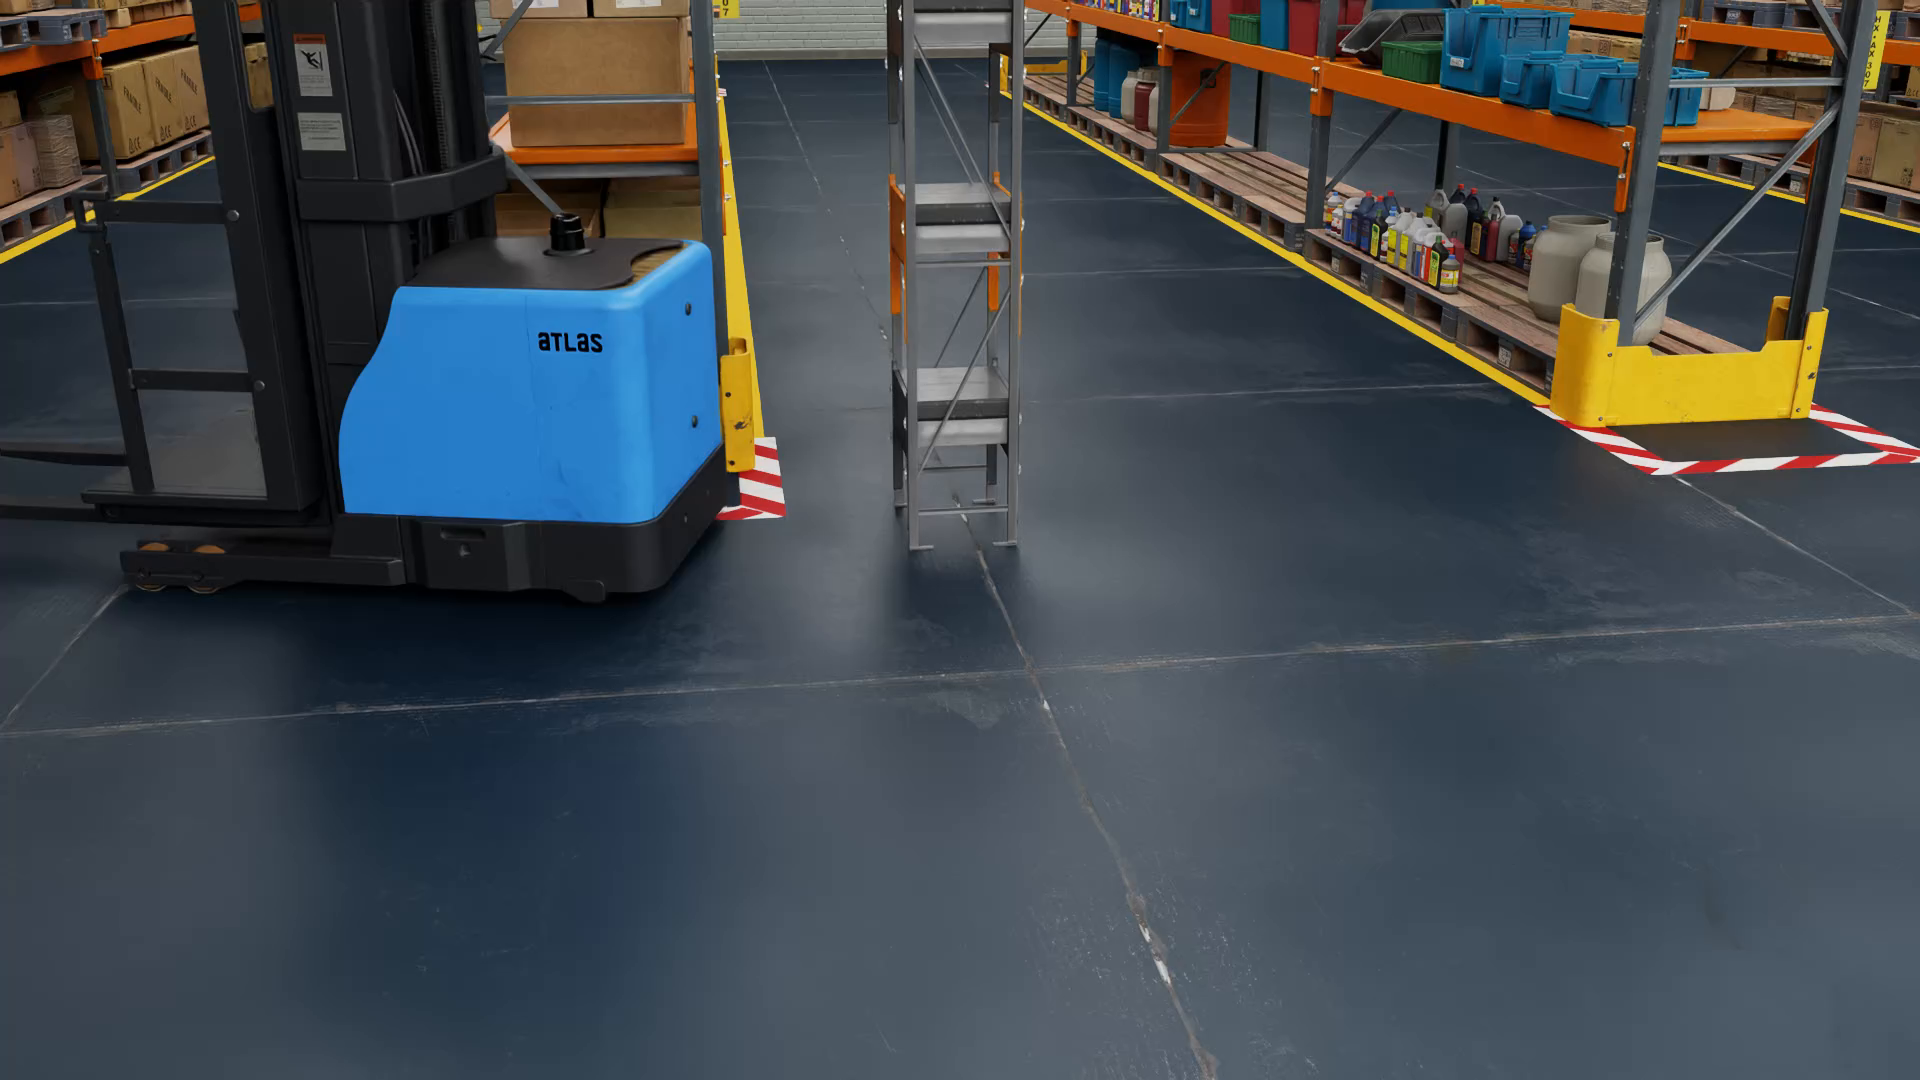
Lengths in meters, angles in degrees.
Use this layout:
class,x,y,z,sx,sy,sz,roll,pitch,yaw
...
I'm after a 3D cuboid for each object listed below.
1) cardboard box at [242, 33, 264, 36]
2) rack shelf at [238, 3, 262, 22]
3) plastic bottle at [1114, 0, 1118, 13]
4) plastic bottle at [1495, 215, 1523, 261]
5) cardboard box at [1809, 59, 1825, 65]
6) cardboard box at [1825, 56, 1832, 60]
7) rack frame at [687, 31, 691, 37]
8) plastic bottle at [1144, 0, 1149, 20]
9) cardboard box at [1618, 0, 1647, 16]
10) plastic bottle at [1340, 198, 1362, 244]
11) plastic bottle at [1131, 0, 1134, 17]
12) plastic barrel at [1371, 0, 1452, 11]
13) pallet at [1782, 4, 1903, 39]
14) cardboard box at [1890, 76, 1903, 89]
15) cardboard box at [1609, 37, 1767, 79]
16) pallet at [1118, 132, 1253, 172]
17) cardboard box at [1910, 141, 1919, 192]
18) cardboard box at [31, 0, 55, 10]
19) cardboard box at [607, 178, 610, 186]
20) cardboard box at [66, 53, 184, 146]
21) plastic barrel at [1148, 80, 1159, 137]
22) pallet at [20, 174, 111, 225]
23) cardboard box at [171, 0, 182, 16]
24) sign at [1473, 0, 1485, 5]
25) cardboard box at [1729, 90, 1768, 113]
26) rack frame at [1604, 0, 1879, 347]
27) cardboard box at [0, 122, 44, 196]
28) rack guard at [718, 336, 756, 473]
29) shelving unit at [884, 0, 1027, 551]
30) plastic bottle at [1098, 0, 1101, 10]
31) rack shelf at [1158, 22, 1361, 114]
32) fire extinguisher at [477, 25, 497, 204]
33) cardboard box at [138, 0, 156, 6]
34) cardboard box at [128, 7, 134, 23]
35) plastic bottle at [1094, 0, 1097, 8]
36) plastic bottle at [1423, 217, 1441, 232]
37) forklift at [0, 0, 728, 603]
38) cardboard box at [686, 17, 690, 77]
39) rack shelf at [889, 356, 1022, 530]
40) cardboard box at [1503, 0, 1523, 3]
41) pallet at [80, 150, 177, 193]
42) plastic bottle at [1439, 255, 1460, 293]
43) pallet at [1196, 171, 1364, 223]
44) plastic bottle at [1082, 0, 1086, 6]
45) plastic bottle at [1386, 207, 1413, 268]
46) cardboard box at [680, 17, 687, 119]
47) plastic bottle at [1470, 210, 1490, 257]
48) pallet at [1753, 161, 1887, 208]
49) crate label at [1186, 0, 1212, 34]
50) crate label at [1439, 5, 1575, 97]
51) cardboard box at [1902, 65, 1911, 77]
class,x,y,z,sx,sy,sz,roll,pitch,yaw
cardboard box,-8.690,-6.146,20.431,0.380,0.149,0.250,-3,21,-7
rack shelf,-8.386,-5.991,18.999,1.077,0.370,4.000,-3,21,-8
plastic bottle,1.610,-5.409,16.482,0.144,0.351,0.185,-3,21,-8
plastic bottle,3.331,-1.853,10.154,0.152,0.276,0.135,-3,21,-7
cardboard box,11.068,-6.058,21.199,0.380,0.149,0.250,-2,21,-6
cardboard box,11.142,-6.117,20.930,0.380,0.149,0.250,-2,21,-6
rack frame,-2.043,-3.117,10.275,1.000,3.000,0.127,-3,21,-8
plastic bottle,1.756,-4.931,15.414,0.097,0.201,0.097,0,20,0
cardboard box,6.802,-5.379,16.187,0.500,0.500,0.500,-3,21,-8
plastic bottle,2.545,-2.053,10.690,0.152,0.276,0.135,-2,21,-6
plastic bottle,1.686,-5.099,15.866,0.097,0.201,0.097,0,20,0
plastic barrel,3.104,-3.750,11.252,0.600,0.901,0.708,-3,21,-8
pallet,7.510,-4.227,13.522,1.003,0.211,1.213,-3,21,-8
cardboard box,11.757,-5.696,20.655,0.380,0.149,0.250,-2,21,-6
cardboard box,7.105,-4.442,16.258,1.225,0.875,0.875,-4,21,-10
pallet,2.128,-3.715,15.862,1.003,0.211,1.213,-3,21,-8
cardboard box,7.693,-2.864,12.542,0.700,0.500,0.500,-5,21,-12
cardboard box,-7.443,-4.342,12.782,0.700,0.500,0.500,-5,21,-14
cardboard box,-2.067,-1.682,8.689,0.500,0.500,0.500,-3,21,-8
cardboard box,-7.617,-4.006,15.126,0.750,0.750,0.750,-3,21,-8
plastic barrel,2.026,-4.142,15.973,0.421,0.512,0.421,0,20,0
pallet,-7.410,-2.674,13.074,1.003,0.211,1.213,-3,21,-8
cardboard box,-7.650,-5.070,15.835,0.380,0.149,0.250,-3,21,-8
sign,3.405,-3.519,10.956,0.100,0.325,0.005,-3,21,-8
cardboard box,7.300,-3.805,15.060,0.700,0.500,0.500,-4,21,-11
rack frame,3.436,-1.981,7.233,1.000,3.000,0.127,-3,21,-8
cardboard box,-7.406,-2.855,12.518,0.700,0.500,0.500,-3,21,-8
rack guard,-1.463,-0.553,6.982,1.175,0.500,0.348,-3,21,-8
shelving unit,-0.024,-1.041,6.002,0.431,2.100,0.503,-3,21,-8
plastic bottle,1.465,-5.625,17.156,0.061,0.283,0.133,-3,21,-8
rack shelf,2.571,-3.721,12.921,1.077,0.370,4.000,-3,21,-8
fire extinguisher,-1.909,-1.632,6.408,0.296,0.674,0.183,-3,21,-8
cardboard box,-7.474,-4.981,14.670,0.500,0.500,0.500,-3,21,-8
cardboard box,-7.526,-4.623,14.636,0.380,0.149,0.250,-2,21,-7
plastic bottle,1.452,-5.661,17.370,0.097,0.201,0.097,0,20,0
plastic bottle,2.797,-1.799,10.010,0.152,0.276,0.135,-3,21,-8
forklift,-2.450,-1.367,5.688,3.031,2.935,1.130,2,21,6
cardboard box,-1.973,-3.011,9.847,0.700,0.500,0.500,-3,21,-9
rack shelf,-0.024,-0.372,6.252,0.431,0.518,0.480,-3,21,-8
cardboard box,6.426,-6.260,18.548,0.500,0.500,0.500,-3,21,-8
pallet,-7.560,-3.222,14.540,1.003,0.211,1.213,-3,21,-8
plastic bottle,2.737,-1.490,9.289,0.097,0.201,0.097,0,20,0
pallet,2.529,-2.753,13.285,1.003,0.211,1.213,-3,21,-8
plastic bottle,1.356,-5.886,17.856,0.061,0.283,0.133,-3,21,-8
plastic bottle,2.654,-1.818,9.954,0.144,0.351,0.185,-3,21,-8
cardboard box,-1.601,-2.123,7.470,0.700,0.500,0.500,-2,21,-6
plastic bottle,3.214,-1.899,10.266,0.061,0.283,0.133,-3,21,-8
pallet,7.468,-3.002,13.952,1.003,0.211,1.213,-3,21,-8
crate label,2.158,-4.410,13.685,0.502,0.435,0.616,-3,21,-8
crate label,2.903,-2.621,8.896,0.502,0.435,0.616,-3,21,-8
cardboard box,11.795,-5.743,20.354,0.380,0.149,0.250,-2,21,-5
